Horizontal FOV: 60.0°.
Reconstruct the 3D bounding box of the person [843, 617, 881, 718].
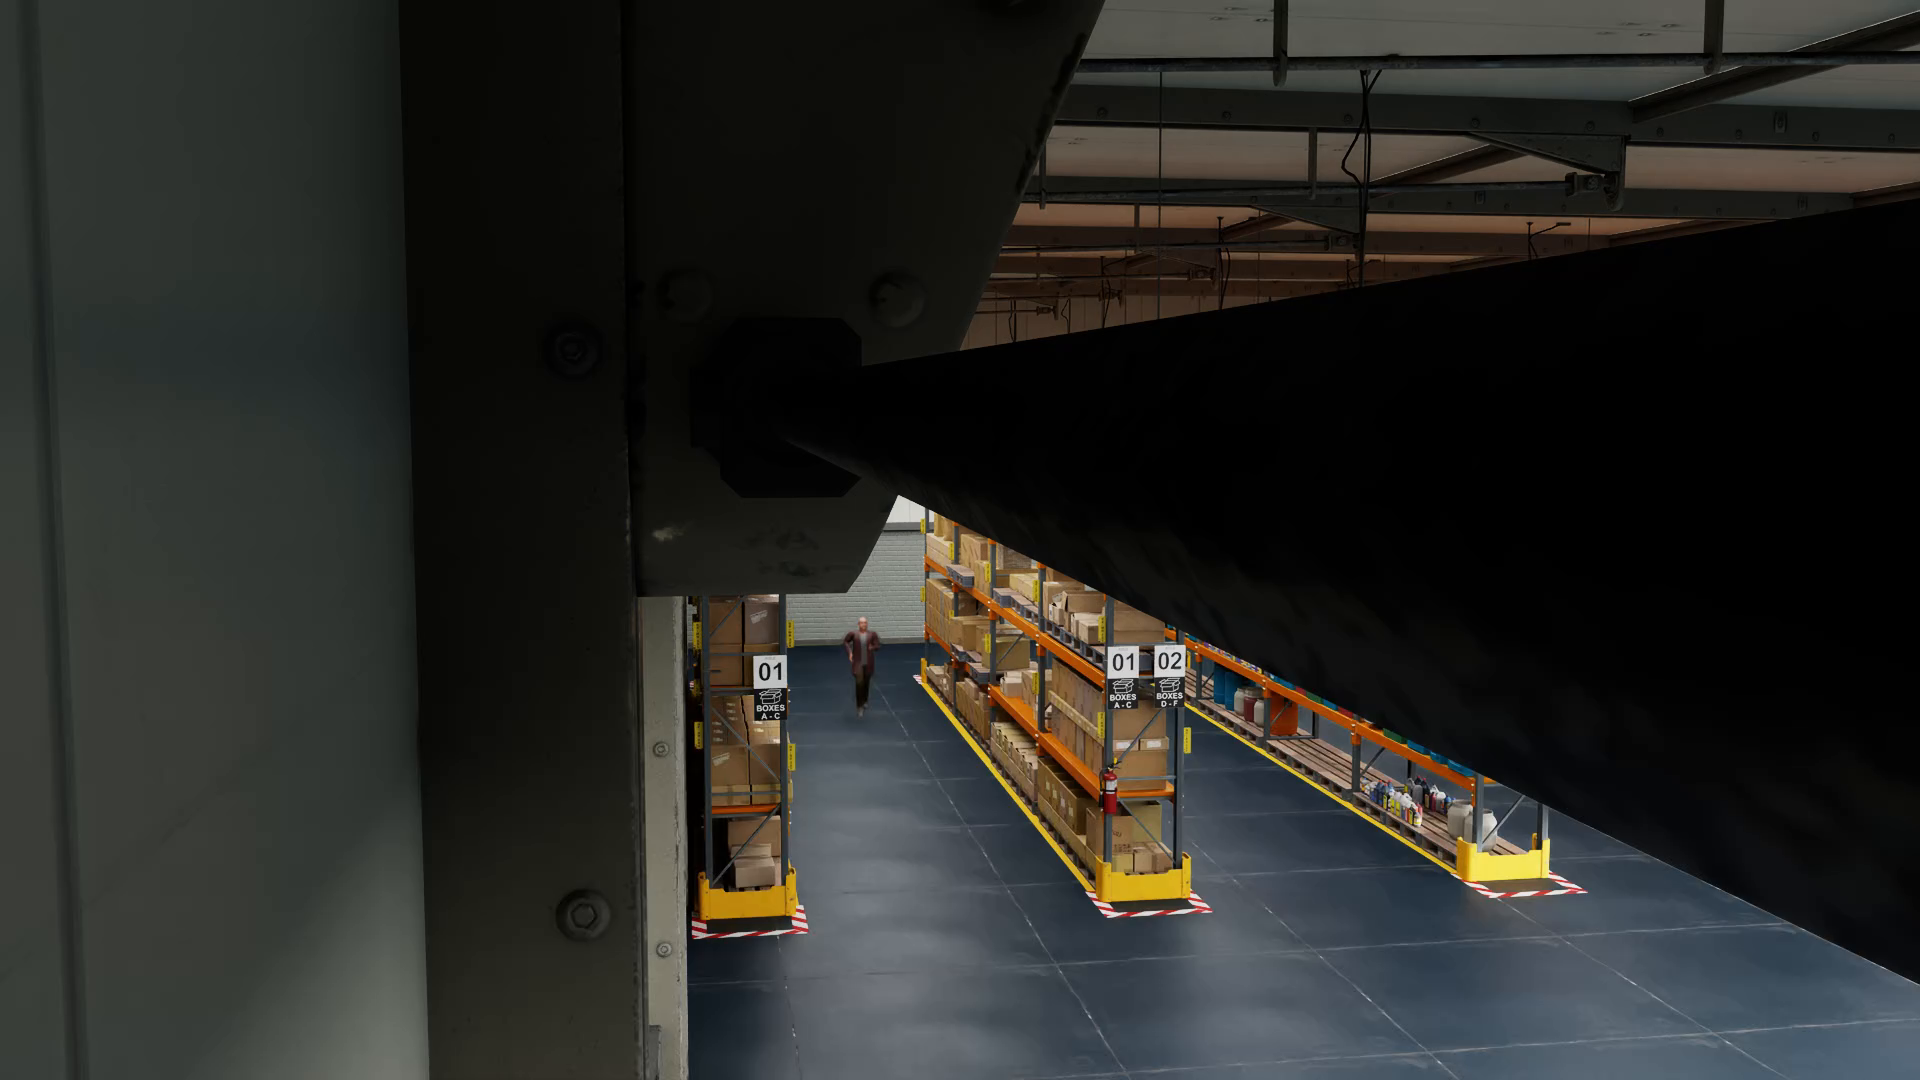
[{"bbox_3d":[-1.856,2.419,31.796,0.682,1.888,0.789,-1,5,-12],"label":"person"}]
